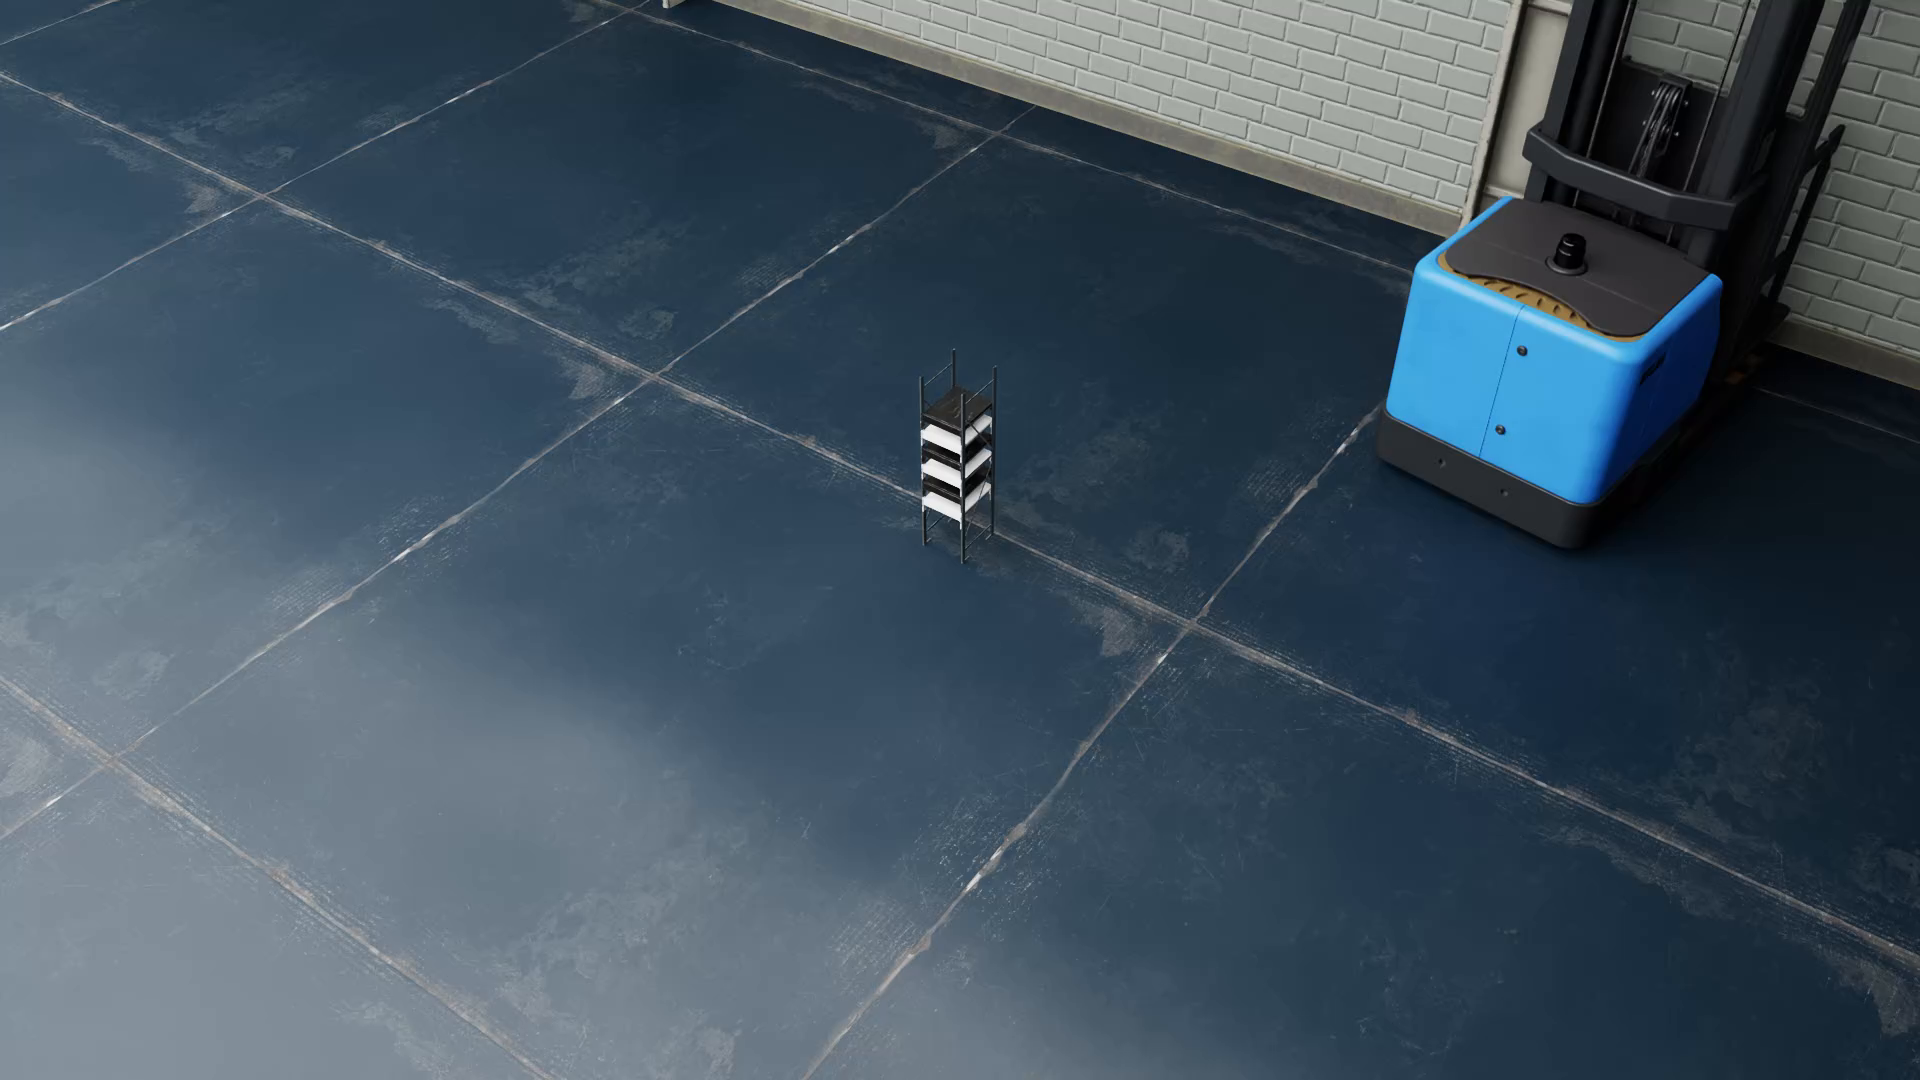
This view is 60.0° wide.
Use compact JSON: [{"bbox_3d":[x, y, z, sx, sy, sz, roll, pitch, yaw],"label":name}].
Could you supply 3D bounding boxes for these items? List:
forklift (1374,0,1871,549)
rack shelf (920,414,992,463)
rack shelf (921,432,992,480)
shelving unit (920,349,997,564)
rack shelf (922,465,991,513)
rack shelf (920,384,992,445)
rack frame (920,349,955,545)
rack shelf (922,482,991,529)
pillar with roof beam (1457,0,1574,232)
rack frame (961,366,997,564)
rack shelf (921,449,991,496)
[{"bbox_3d":[3.260,-1.951,7.233,1.130,2.935,3.031,32,51,30],"label":"forklift"},{"bbox_3d":[-0.007,-0.448,6.856,0.200,0.077,0.258,25,48,25],"label":"rack shelf"},{"bbox_3d":[-0.007,-0.381,6.916,0.200,0.077,0.258,25,48,25],"label":"rack shelf"},{"bbox_3d":[-0.007,-0.338,6.953,0.210,0.900,0.258,25,48,25],"label":"shelving unit"},{"bbox_3d":[-0.007,-0.247,7.036,0.200,0.077,0.258,25,48,25],"label":"rack shelf"},{"bbox_3d":[-0.007,-0.515,6.796,0.200,0.077,0.258,25,48,25],"label":"rack shelf"},{"bbox_3d":[-0.090,-0.377,6.997,0.006,0.900,0.240,25,48,25],"label":"rack frame"},{"bbox_3d":[-0.007,-0.179,7.096,0.200,0.077,0.258,25,48,25],"label":"rack shelf"},{"bbox_3d":[0.390,-2.470,3.261,0.400,9.000,9.100,25,48,25],"label":"pillar with roof beam"},{"bbox_3d":[0.077,-0.300,6.910,0.006,0.900,0.240,25,48,25],"label":"rack frame"},{"bbox_3d":[-0.007,-0.314,6.976,0.200,0.077,0.258,25,48,25],"label":"rack shelf"}]
